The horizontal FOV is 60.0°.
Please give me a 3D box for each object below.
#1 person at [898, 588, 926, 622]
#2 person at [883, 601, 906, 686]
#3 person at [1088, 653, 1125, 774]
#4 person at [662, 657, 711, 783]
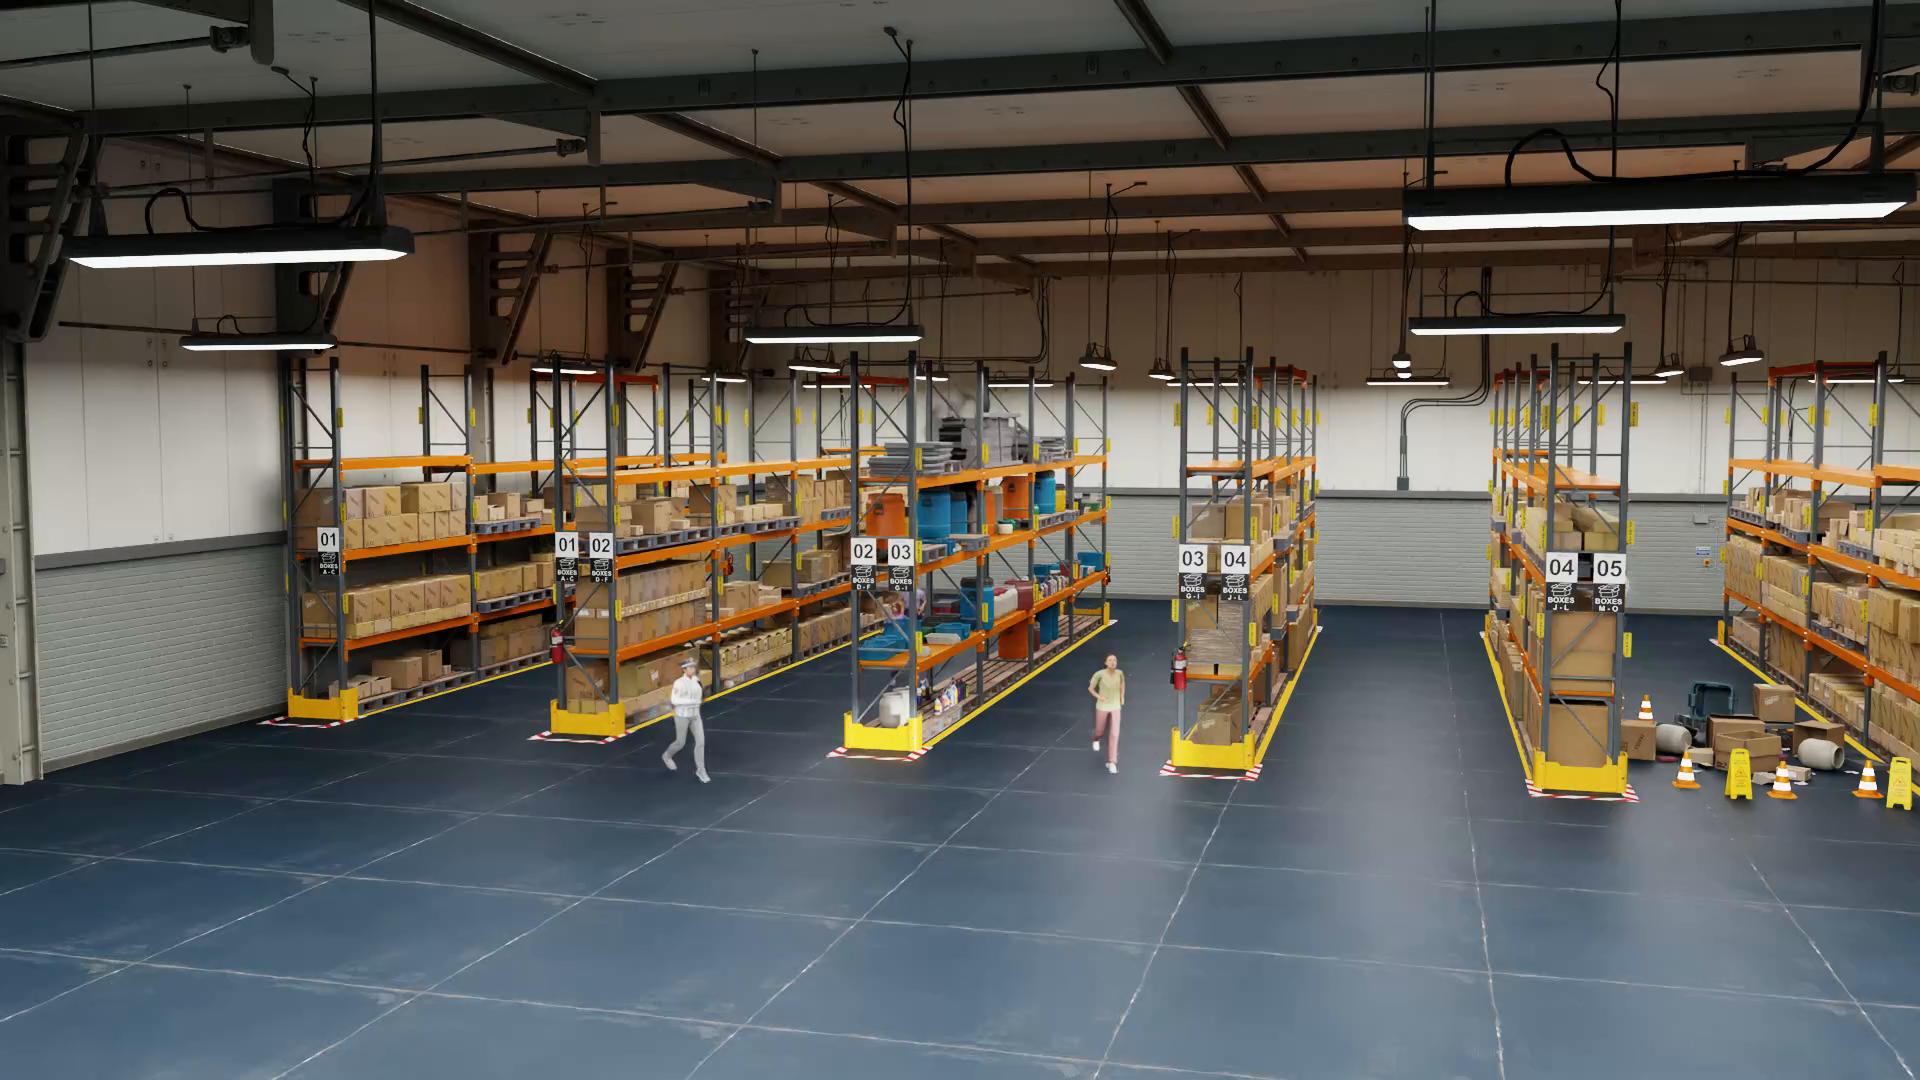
[{"bbox_3d":[-1.012,1.602,35.389,0.614,1.618,0.598,1,4,7],"label":"person"},{"bbox_3d":[-1.198,1.932,31.291,0.536,1.565,0.651,1,4,12],"label":"person"},{"bbox_3d":[2.120,2.435,23.868,0.570,1.659,1.089,0,4,-7],"label":"person"},{"bbox_3d":[-3.809,2.475,23.086,0.911,1.741,0.615,4,6,40],"label":"person"}]
